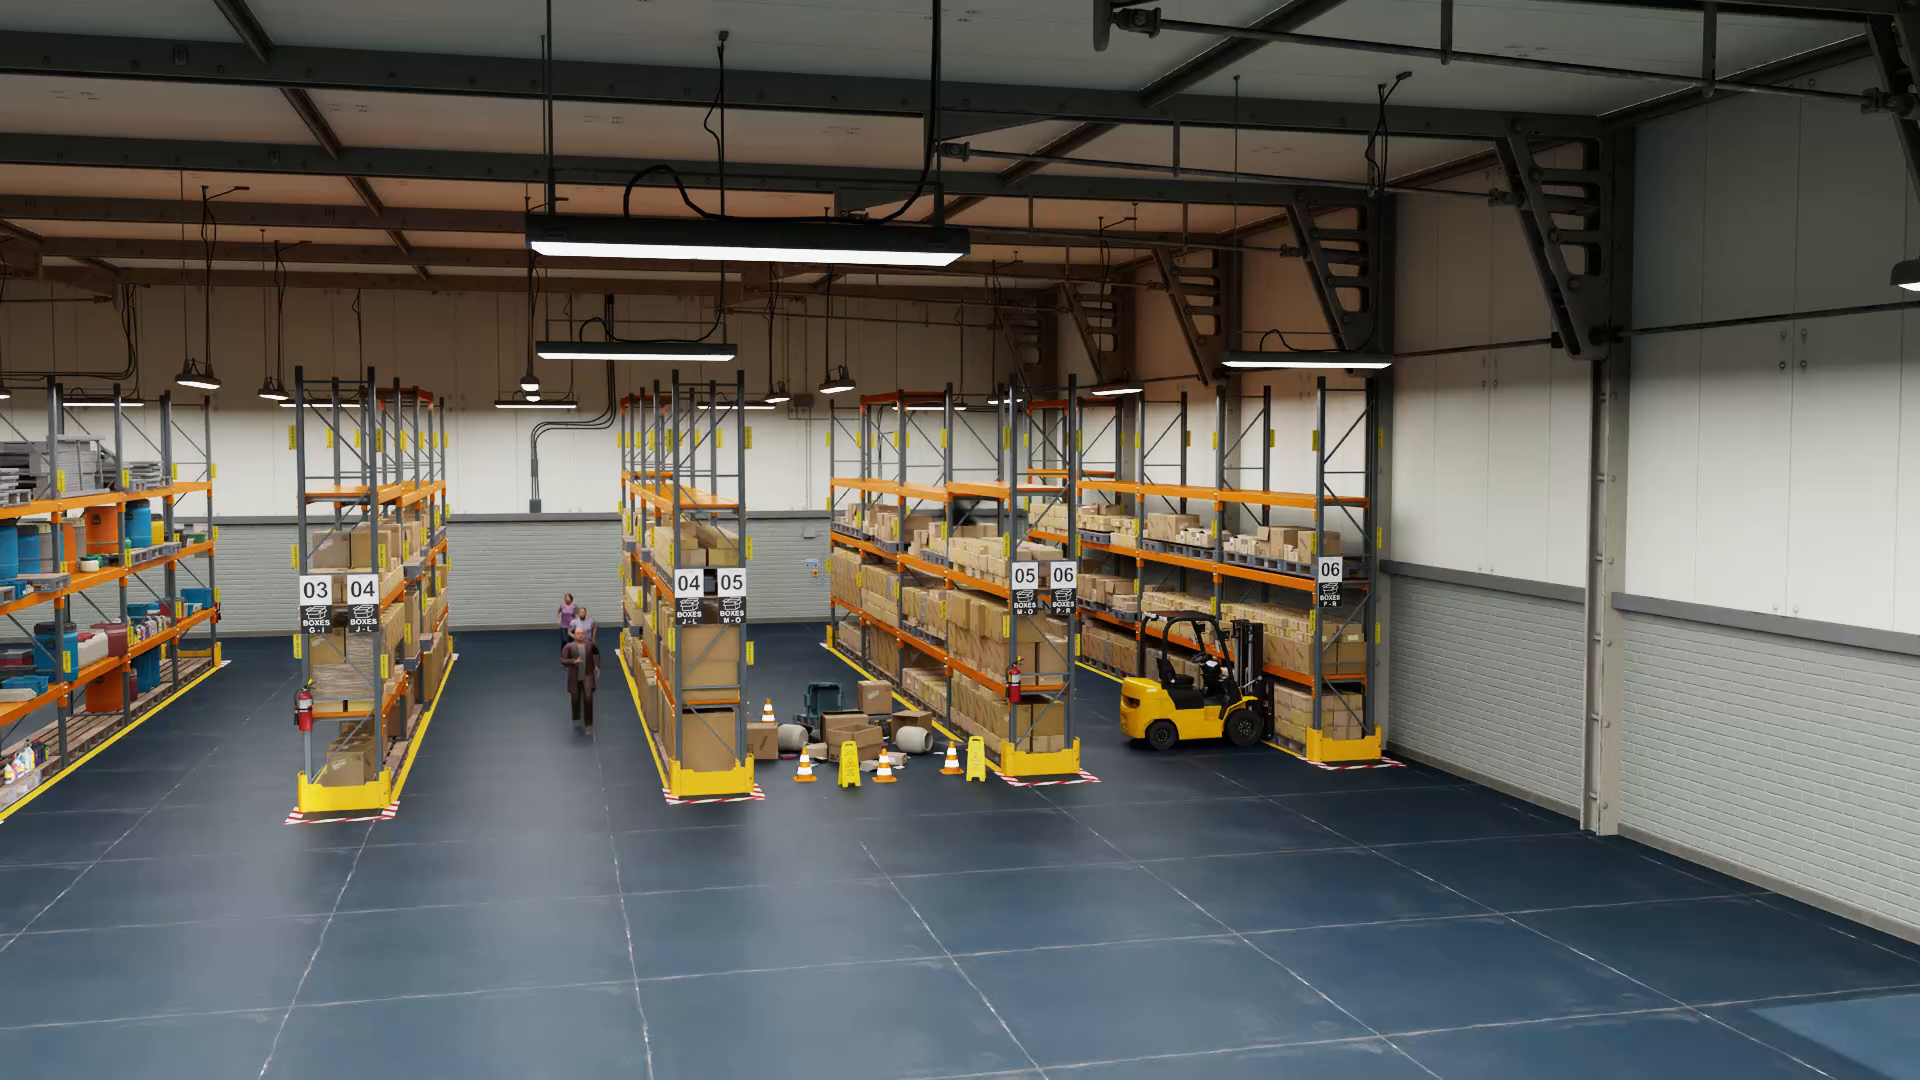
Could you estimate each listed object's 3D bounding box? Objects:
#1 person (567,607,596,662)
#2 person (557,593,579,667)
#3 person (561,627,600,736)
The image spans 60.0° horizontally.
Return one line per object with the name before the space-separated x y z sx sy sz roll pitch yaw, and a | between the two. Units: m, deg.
person | -7.636 2.197 33.631 0.592 1.699 0.725 -1 4 -16
person | -8.719 1.997 37.119 0.552 1.637 0.644 -1 3 -10
person | -6.504 2.409 28.519 0.677 1.846 0.865 -1 4 -16
